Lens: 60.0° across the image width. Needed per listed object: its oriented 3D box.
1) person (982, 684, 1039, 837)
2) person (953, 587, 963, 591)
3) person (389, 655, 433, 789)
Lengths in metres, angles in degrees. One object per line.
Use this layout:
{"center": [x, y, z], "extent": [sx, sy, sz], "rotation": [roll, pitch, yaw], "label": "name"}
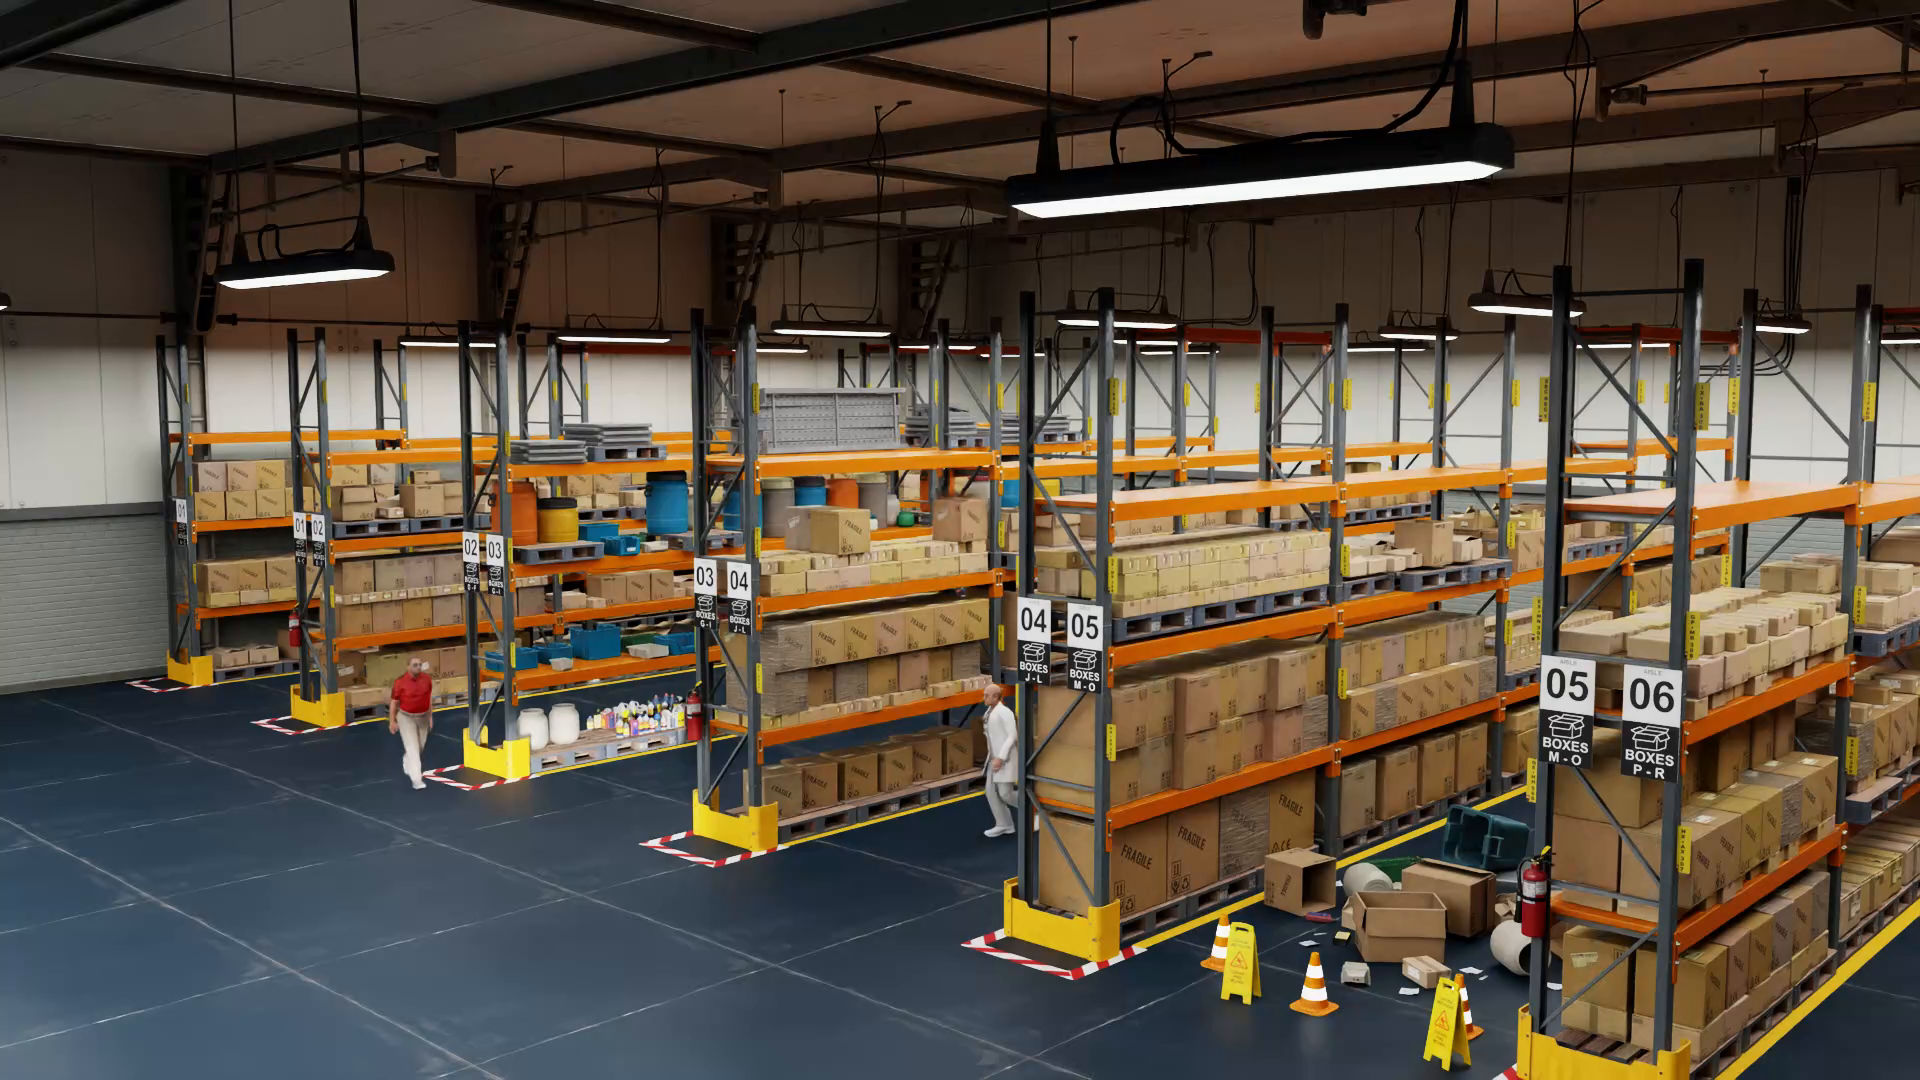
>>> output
{"center": [0.600, 2.511, 19.108], "extent": [0.730, 1.749, 0.648], "rotation": [-2, 6, -24], "label": "person"}
{"center": [-0.069, 0.703, 38.210], "extent": [0.680, 1.742, 0.567], "rotation": [-5, 7, -40], "label": "person"}
{"center": [-7.066, 2.308, 21.452], "extent": [0.553, 1.669, 1.050], "rotation": [-5, 7, -40], "label": "person"}
